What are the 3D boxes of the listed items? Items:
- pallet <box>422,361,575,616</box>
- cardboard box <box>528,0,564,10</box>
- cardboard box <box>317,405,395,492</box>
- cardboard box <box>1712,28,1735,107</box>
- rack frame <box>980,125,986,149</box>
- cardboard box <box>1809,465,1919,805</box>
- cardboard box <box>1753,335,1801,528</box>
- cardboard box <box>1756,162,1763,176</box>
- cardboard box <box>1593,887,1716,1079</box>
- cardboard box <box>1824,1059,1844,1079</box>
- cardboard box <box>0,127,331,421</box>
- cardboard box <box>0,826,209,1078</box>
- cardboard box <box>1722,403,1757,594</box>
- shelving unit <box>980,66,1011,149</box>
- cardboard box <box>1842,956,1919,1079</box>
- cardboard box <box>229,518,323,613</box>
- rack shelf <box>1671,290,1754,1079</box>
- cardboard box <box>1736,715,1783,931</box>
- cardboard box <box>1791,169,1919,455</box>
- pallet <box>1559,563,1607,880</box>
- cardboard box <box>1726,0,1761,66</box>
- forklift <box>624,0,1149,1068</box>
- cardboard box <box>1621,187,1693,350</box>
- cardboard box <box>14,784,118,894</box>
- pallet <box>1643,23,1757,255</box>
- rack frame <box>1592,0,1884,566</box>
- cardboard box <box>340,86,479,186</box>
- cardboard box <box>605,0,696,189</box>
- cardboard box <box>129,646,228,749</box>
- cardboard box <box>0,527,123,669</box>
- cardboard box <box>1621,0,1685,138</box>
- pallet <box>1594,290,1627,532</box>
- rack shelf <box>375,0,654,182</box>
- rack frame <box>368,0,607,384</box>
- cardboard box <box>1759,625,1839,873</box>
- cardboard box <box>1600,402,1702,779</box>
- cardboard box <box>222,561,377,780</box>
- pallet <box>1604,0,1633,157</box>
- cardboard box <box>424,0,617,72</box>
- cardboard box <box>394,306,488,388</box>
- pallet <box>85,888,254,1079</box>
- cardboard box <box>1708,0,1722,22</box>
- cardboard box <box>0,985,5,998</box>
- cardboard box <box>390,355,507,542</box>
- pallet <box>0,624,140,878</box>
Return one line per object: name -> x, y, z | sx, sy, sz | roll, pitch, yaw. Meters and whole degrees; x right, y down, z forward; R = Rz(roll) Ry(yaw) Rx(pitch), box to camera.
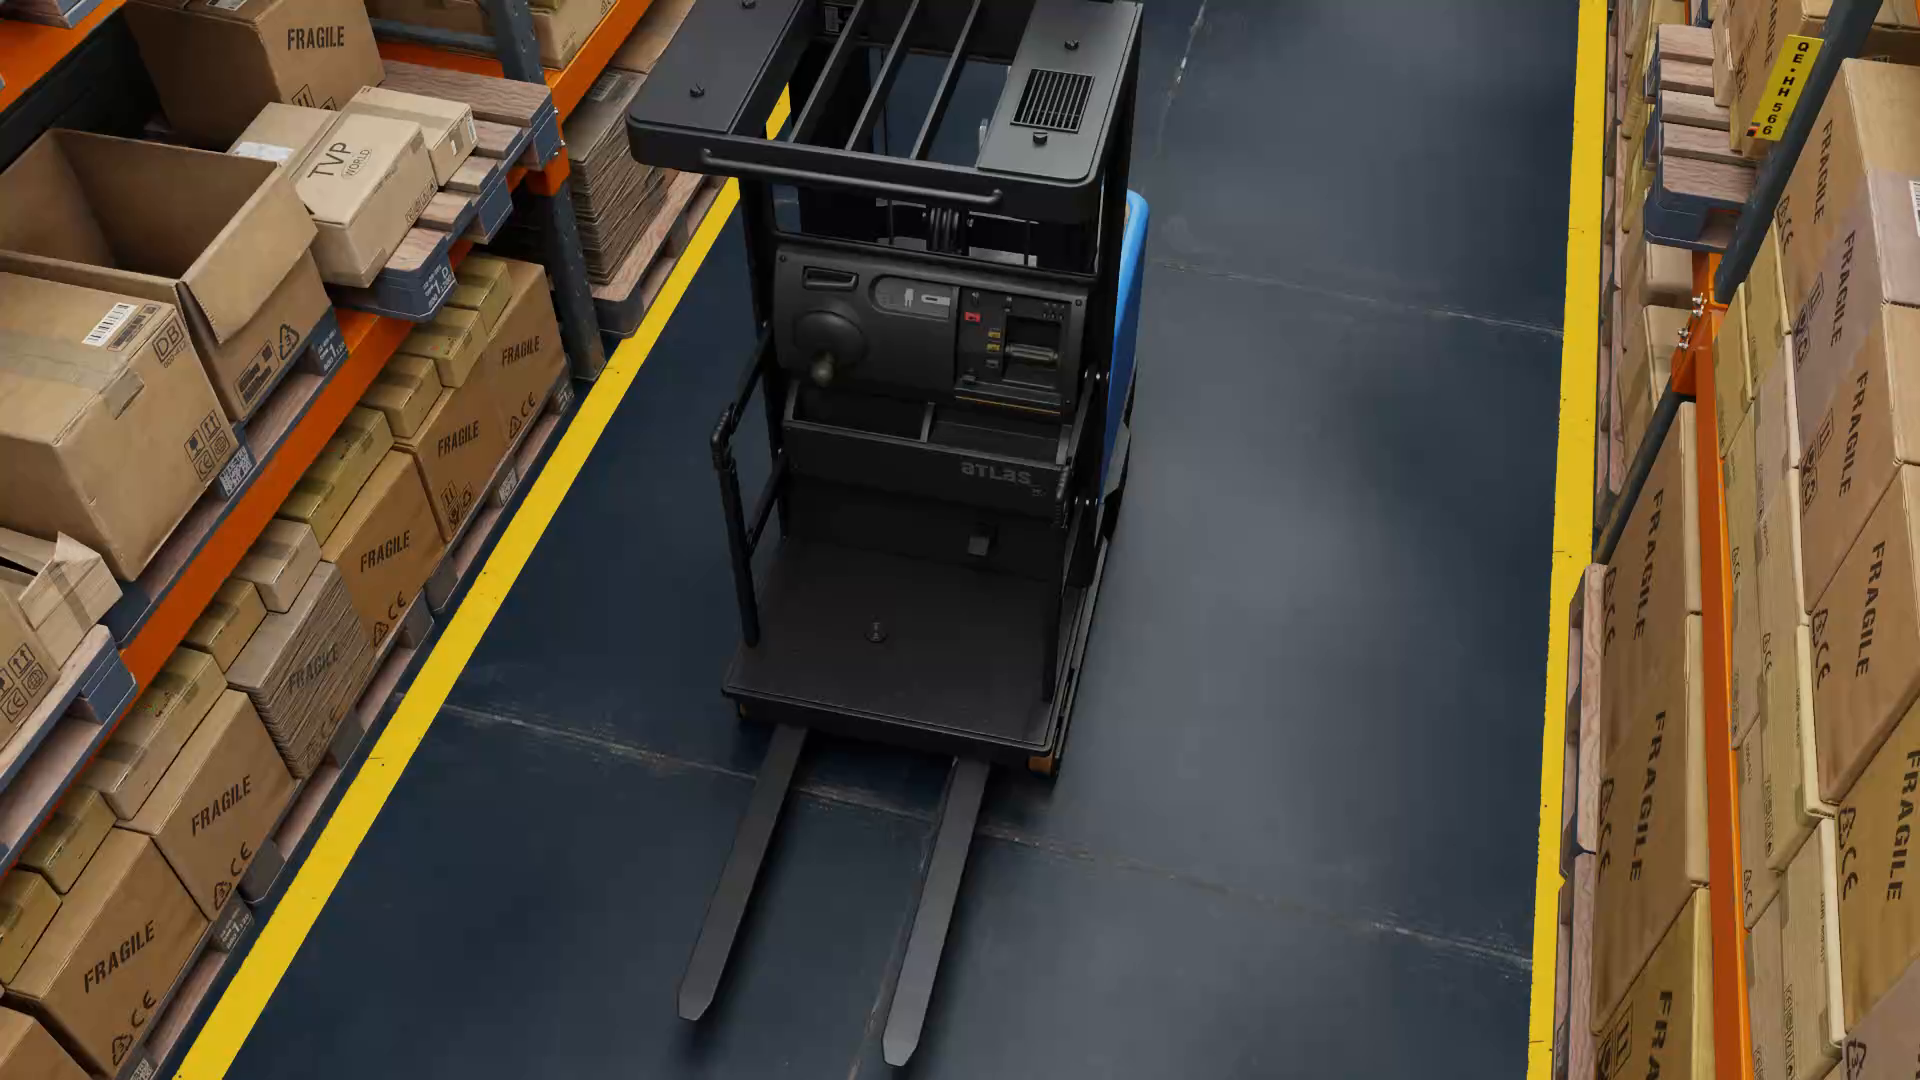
pallet -> -2.195, -0.322, 6.393 | 1.003, 0.211, 1.213 | 12, 50, 10
cardboard box -> -1.585, -2.160, 5.923 | 0.500, 0.250, 0.500 | 12, 50, 10
cardboard box -> -2.115, -0.329, 5.494 | 0.380, 0.149, 0.250 | 13, 50, 11
cardboard box -> 2.711, -1.539, 5.495 | 0.380, 0.149, 0.250 | 11, 50, 10
rack frame -> 0.190, -1.064, 6.389 | 0.240, 1.200, 0.015 | 10, 49, 9
cardboard box -> 2.054, 0.241, 3.303 | 0.500, 0.500, 0.500 | 12, 50, 11
cardboard box -> 2.319, -0.224, 4.214 | 0.500, 0.250, 0.500 | 13, 50, 11
cardboard box -> 2.687, -1.139, 5.142 | 0.380, 0.149, 0.250 | 13, 50, 11
cardboard box -> 2.091, 1.538, 4.029 | 0.875, 0.875, 0.875 | 13, 50, 11
cardboard box -> 1.781, 1.248, 2.915 | 0.500, 0.250, 0.500 | 13, 50, 11
cardboard box -> -2.213, -0.733, 4.547 | 0.797, 0.503, 0.637 | 11, 49, 9
cardboard box -> -2.540, 1.112, 4.655 | 0.500, 0.500, 0.500 | 11, 49, 10
cardboard box -> 2.338, -0.071, 4.412 | 0.500, 0.250, 0.500 | 10, 49, 9
shelving unit -> 0.245, -1.242, 6.546 | 0.258, 1.200, 0.503 | 10, 49, 9
cardboard box -> 1.779, 0.981, 2.650 | 0.500, 0.500, 0.500 | 12, 50, 11
cardboard box -> -2.224, 0.057, 5.153 | 0.380, 0.149, 0.250 | 9, 49, 8
rack shelf -> 2.301, 0.885, 3.948 | 1.077, 0.370, 4.000 | 12, 50, 10
cardboard box -> 2.068, 0.665, 3.763 | 0.500, 0.250, 0.500 | 12, 50, 10
cardboard box -> 2.341, -0.495, 3.952 | 0.500, 0.500, 0.500 | 12, 50, 10
pallet -> 2.548, 0.678, 5.511 | 1.003, 0.211, 1.213 | 12, 50, 10
cardboard box -> 2.805, -1.830, 5.320 | 0.500, 0.500, 0.500 | 11, 49, 9
forklift -> -0.141, -0.510, 4.745 | 1.130, 2.935, 3.031 | 10, 49, 9
cardboard box -> 3.173, -1.012, 6.615 | 0.950, 0.372, 0.625 | 11, 49, 9
cardboard box -> -2.550, 0.779, 4.517 | 0.380, 0.149, 0.250 | 11, 49, 9
pallet -> 2.913, -1.273, 5.501 | 1.213, 0.211, 1.003 | 12, 50, 10
rack frame -> 2.828, -0.800, 4.955 | 1.000, 3.000, 0.127 | 12, 50, 10
cardboard box -> -1.765, -1.282, 5.268 | 0.380, 0.149, 0.250 | 12, 50, 11
cardboard box -> -1.620, -2.053, 7.365 | 0.875, 0.625, 0.625 | 13, 50, 11
cardboard box -> -2.380, 0.426, 4.828 | 0.380, 0.149, 0.250 | 13, 50, 11
cardboard box -> -2.279, 0.093, 3.977 | 0.396, 0.266, 0.258 | 14, 50, 12
cardboard box -> 3.559, -2.062, 7.542 | 0.950, 0.372, 0.625 | 14, 50, 12
pallet -> 3.035, -0.442, 6.500 | 1.003, 0.211, 1.213 | 12, 50, 10
rack shelf -> -1.435, -2.985, 7.364 | 1.077, 0.370, 4.000 | 12, 50, 10
rack frame -> -1.962, -1.777, 5.818 | 1.000, 3.000, 0.127 | 12, 50, 10
cardboard box -> 2.030, 0.498, 3.577 | 0.500, 0.250, 0.500 | 12, 50, 11
cardboard box -> 2.566, 0.247, 5.168 | 0.875, 0.875, 0.875 | 11, 50, 10
cardboard box -> -2.262, 0.378, 5.303 | 0.500, 0.500, 0.500 | 10, 49, 9
pallet -> 3.677, -2.207, 8.057 | 1.003, 0.211, 1.213 | 12, 50, 10
cardboard box -> -1.609, -2.000, 6.115 | 0.500, 0.250, 0.500 | 12, 50, 10
cardboard box -> -1.889, -0.693, 5.815 | 0.380, 0.149, 0.250 | 9, 49, 8
pallet -> -2.837, 1.443, 4.835 | 1.003, 0.211, 1.213 | 12, 50, 10
cardboard box -> 2.844, -1.921, 5.832 | 0.380, 0.149, 0.250 | 12, 50, 11
cardboard box -> -2.665, 1.167, 4.173 | 0.380, 0.149, 0.250 | 10, 49, 9
cardboard box -> -2.008, -0.380, 5.972 | 0.500, 0.500, 0.500 | 11, 49, 9
pallet -> -2.699, 0.623, 3.827 | 1.003, 0.211, 1.213 | 12, 50, 10
